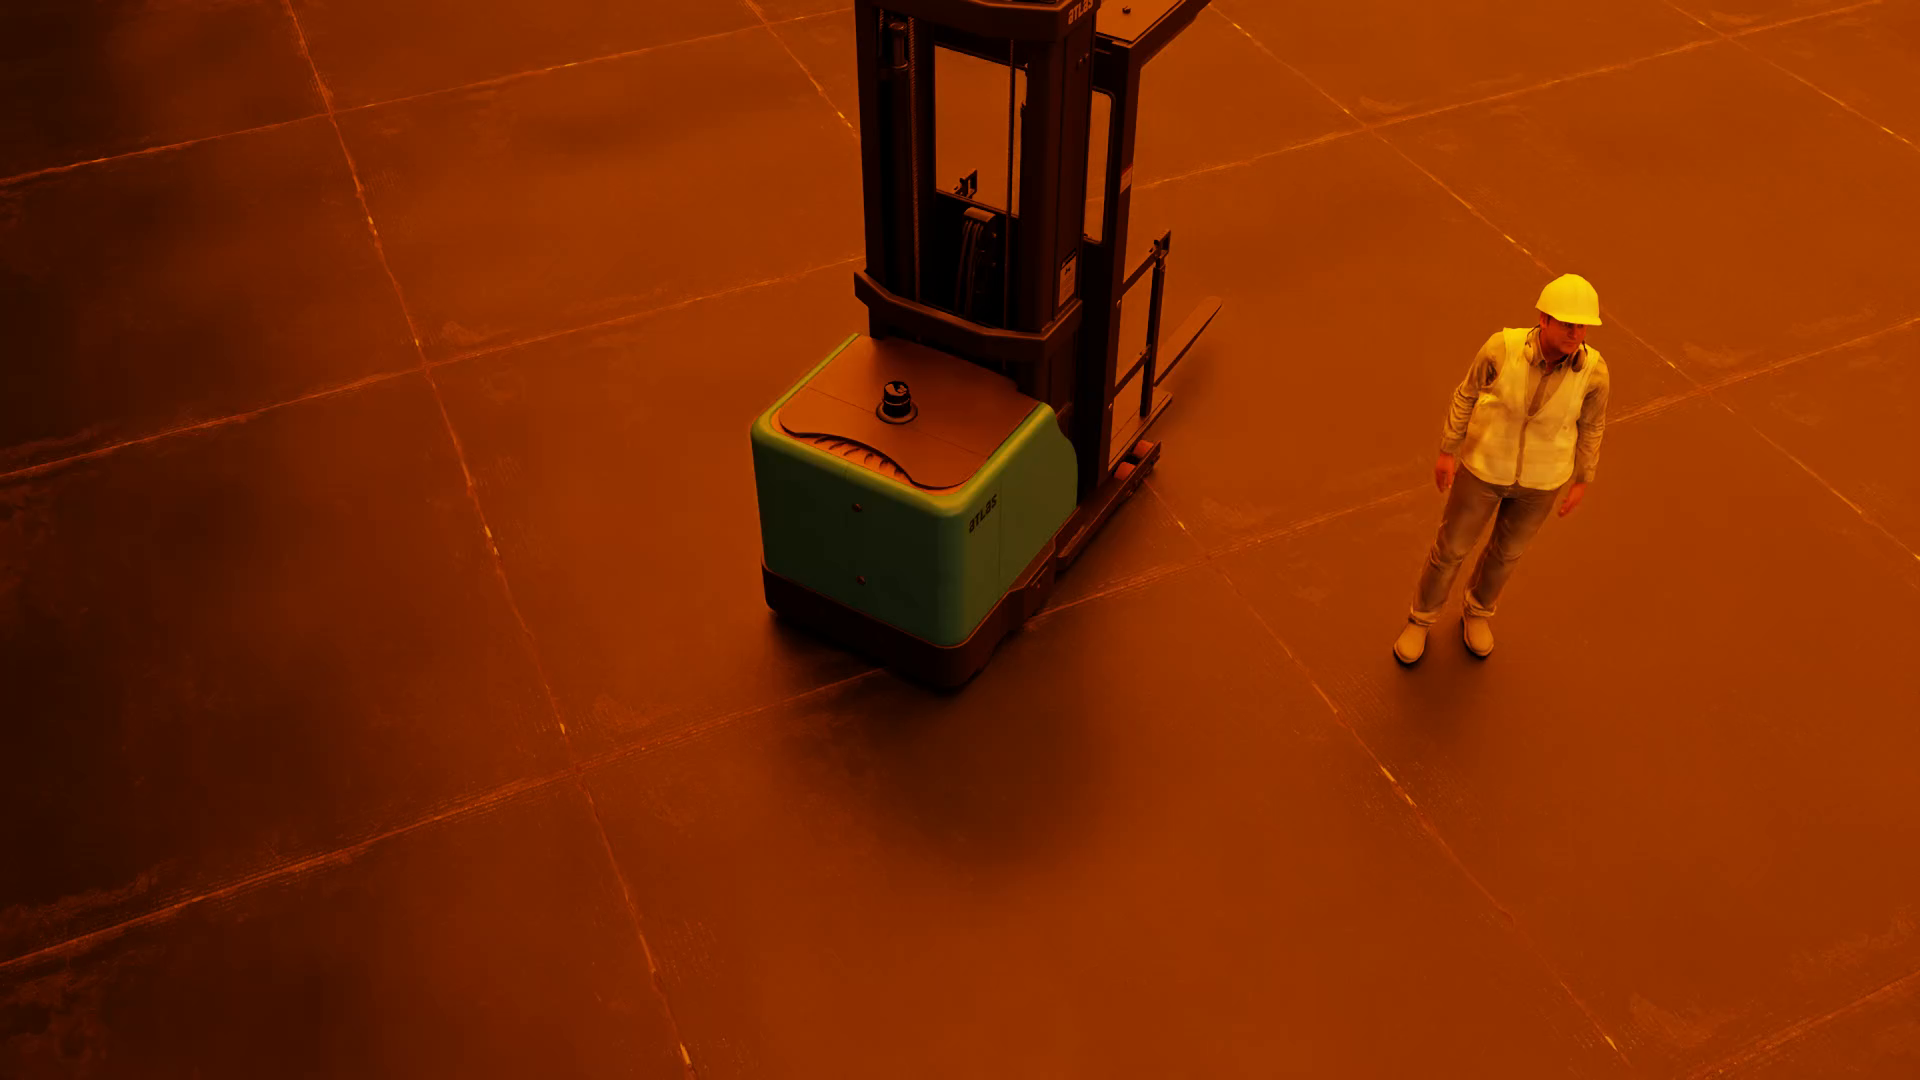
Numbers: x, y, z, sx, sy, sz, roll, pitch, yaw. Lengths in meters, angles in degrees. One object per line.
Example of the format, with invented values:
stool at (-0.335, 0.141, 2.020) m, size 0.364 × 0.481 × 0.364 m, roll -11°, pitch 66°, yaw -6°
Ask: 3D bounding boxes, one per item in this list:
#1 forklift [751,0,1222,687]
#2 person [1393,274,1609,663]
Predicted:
forklift at (0.326, -1.435, 7.218) m, size 1.130 × 2.935 × 3.031 m, roll 23°, pitch 48°, yaw 22°
person at (2.253, -0.249, 6.784) m, size 0.630 × 1.773 × 0.569 m, roll 9°, pitch 44°, yaw 9°
